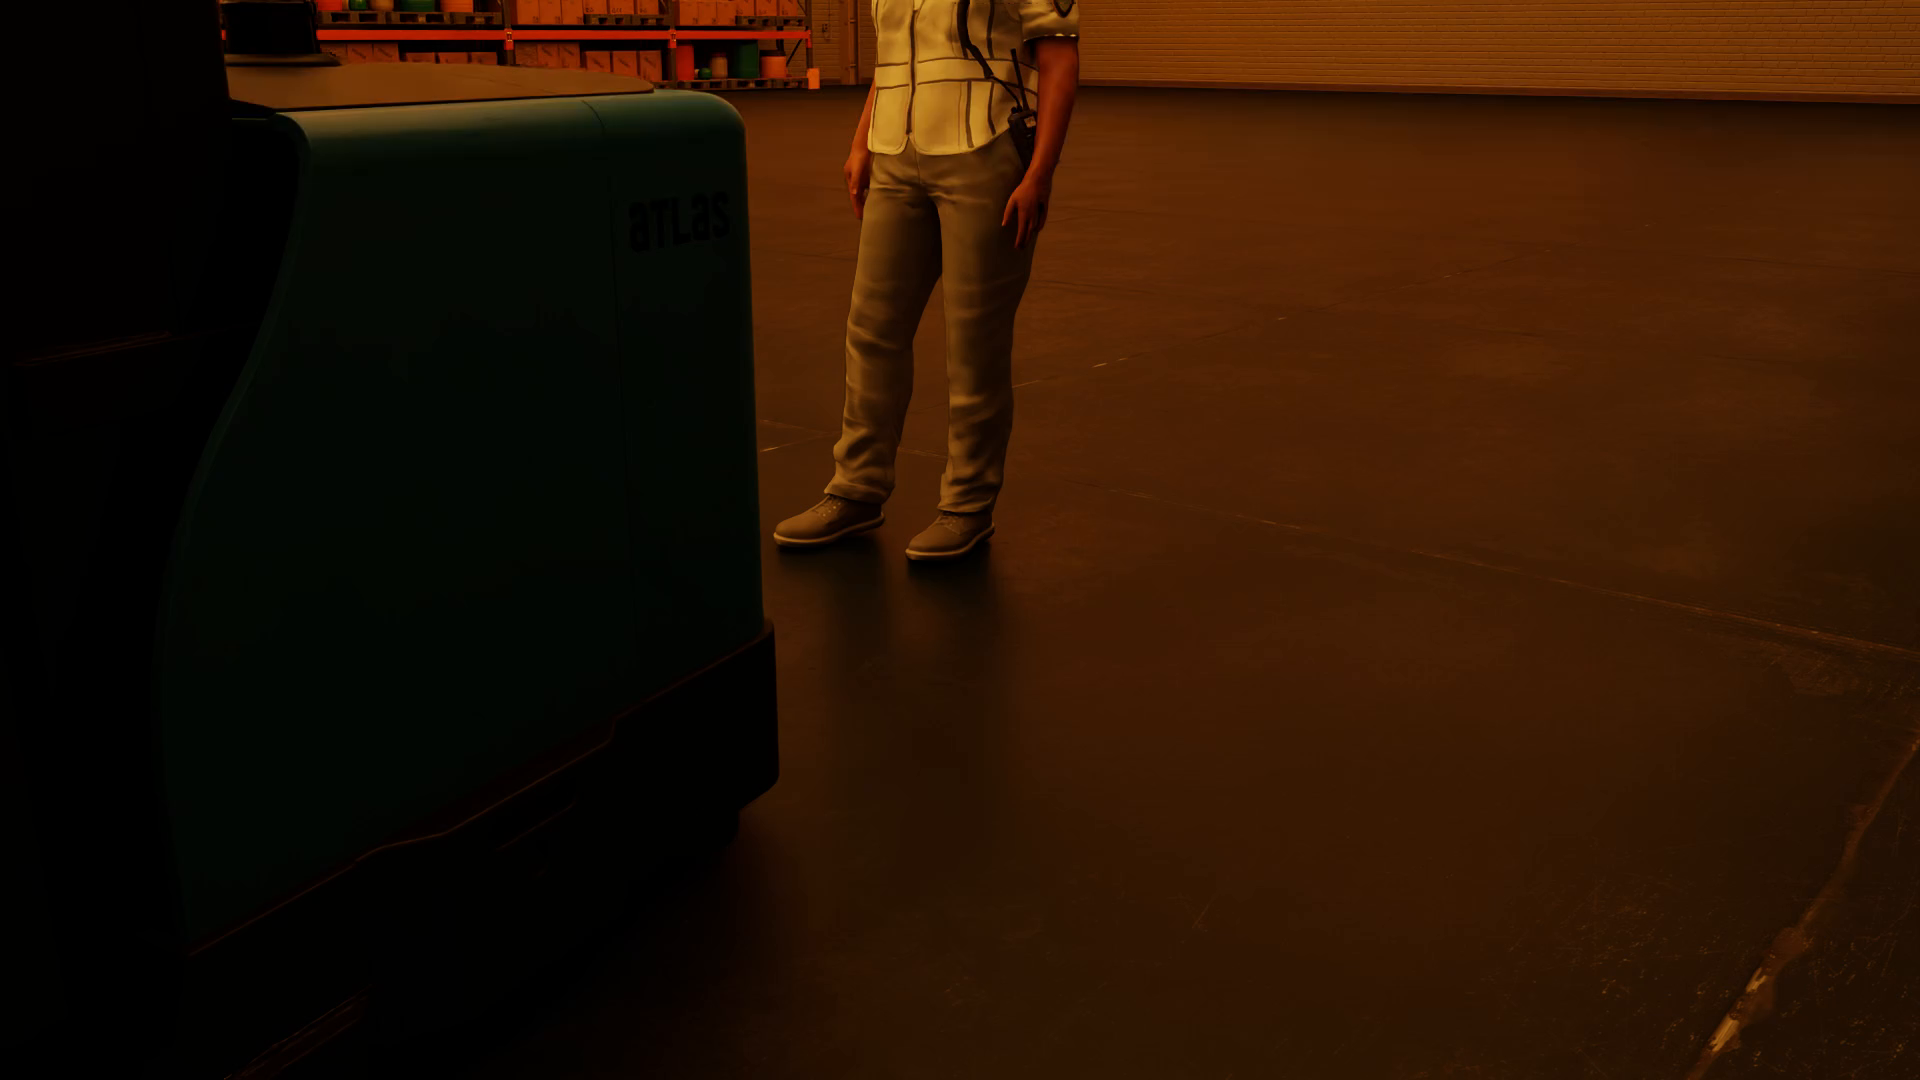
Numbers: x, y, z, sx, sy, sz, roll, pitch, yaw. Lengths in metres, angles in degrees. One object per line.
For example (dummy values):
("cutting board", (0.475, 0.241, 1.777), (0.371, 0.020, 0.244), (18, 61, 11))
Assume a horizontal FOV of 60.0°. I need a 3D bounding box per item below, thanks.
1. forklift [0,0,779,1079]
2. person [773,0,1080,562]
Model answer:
("forklift", (-1.402, -0.669, 1.099), (1.130, 2.935, 3.031), (9, 19, 26))
("person", (-0.066, -0.792, 3.655), (0.599, 1.670, 0.529), (13, 21, 37))
